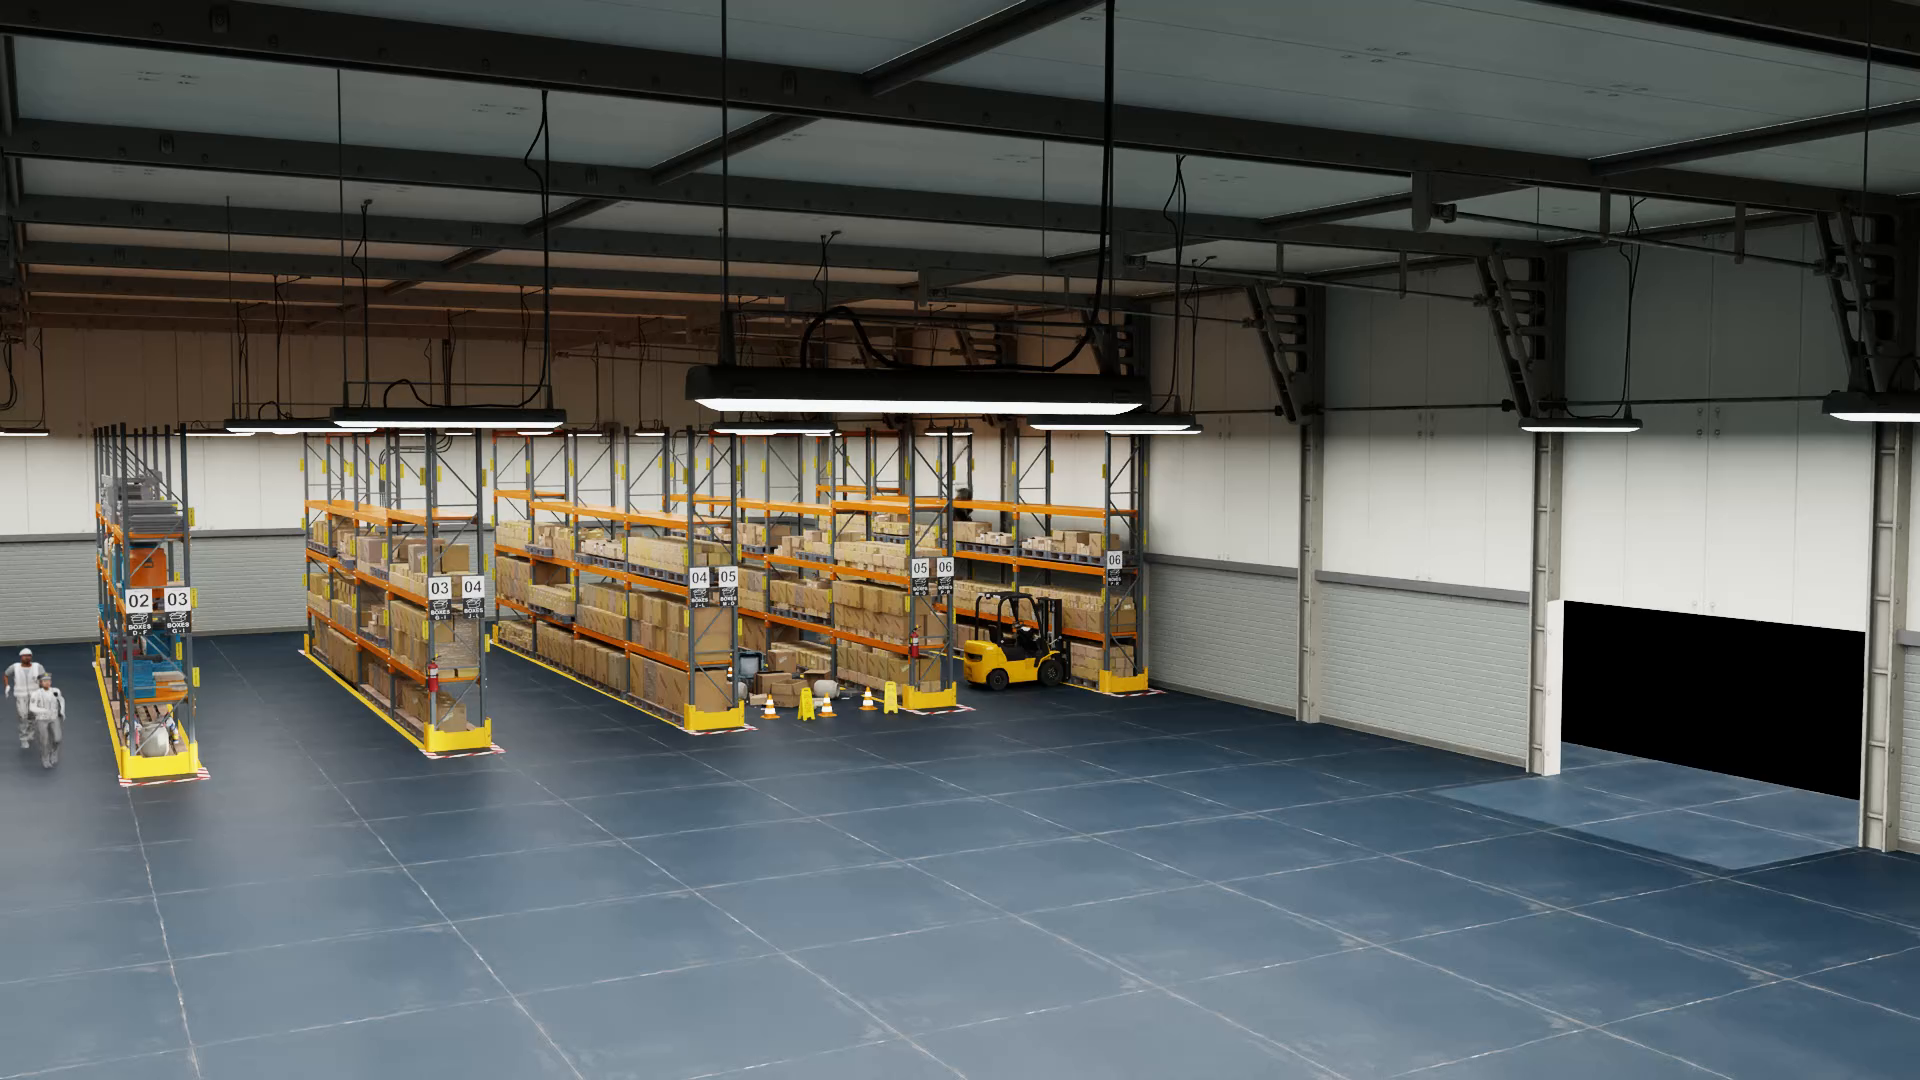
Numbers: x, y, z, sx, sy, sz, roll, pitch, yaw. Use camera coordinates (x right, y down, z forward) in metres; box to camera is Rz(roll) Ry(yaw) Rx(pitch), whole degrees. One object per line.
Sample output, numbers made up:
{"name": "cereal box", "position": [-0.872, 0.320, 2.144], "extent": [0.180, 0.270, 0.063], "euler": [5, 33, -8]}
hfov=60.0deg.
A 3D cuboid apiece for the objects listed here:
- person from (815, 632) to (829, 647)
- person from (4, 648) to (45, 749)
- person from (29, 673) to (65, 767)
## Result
{"name": "person", "position": [-3.719, 2.114, 45.025], "extent": [0.644, 1.741, 0.578], "euler": [-2, 4, -31]}
{"name": "person", "position": [-17.440, 2.944, 31.069], "extent": [0.670, 1.846, 0.804], "euler": [-3, 5, -40]}
{"name": "person", "position": [-15.847, 3.132, 28.938], "extent": [0.595, 1.660, 0.584], "euler": [-3, 5, -41]}
